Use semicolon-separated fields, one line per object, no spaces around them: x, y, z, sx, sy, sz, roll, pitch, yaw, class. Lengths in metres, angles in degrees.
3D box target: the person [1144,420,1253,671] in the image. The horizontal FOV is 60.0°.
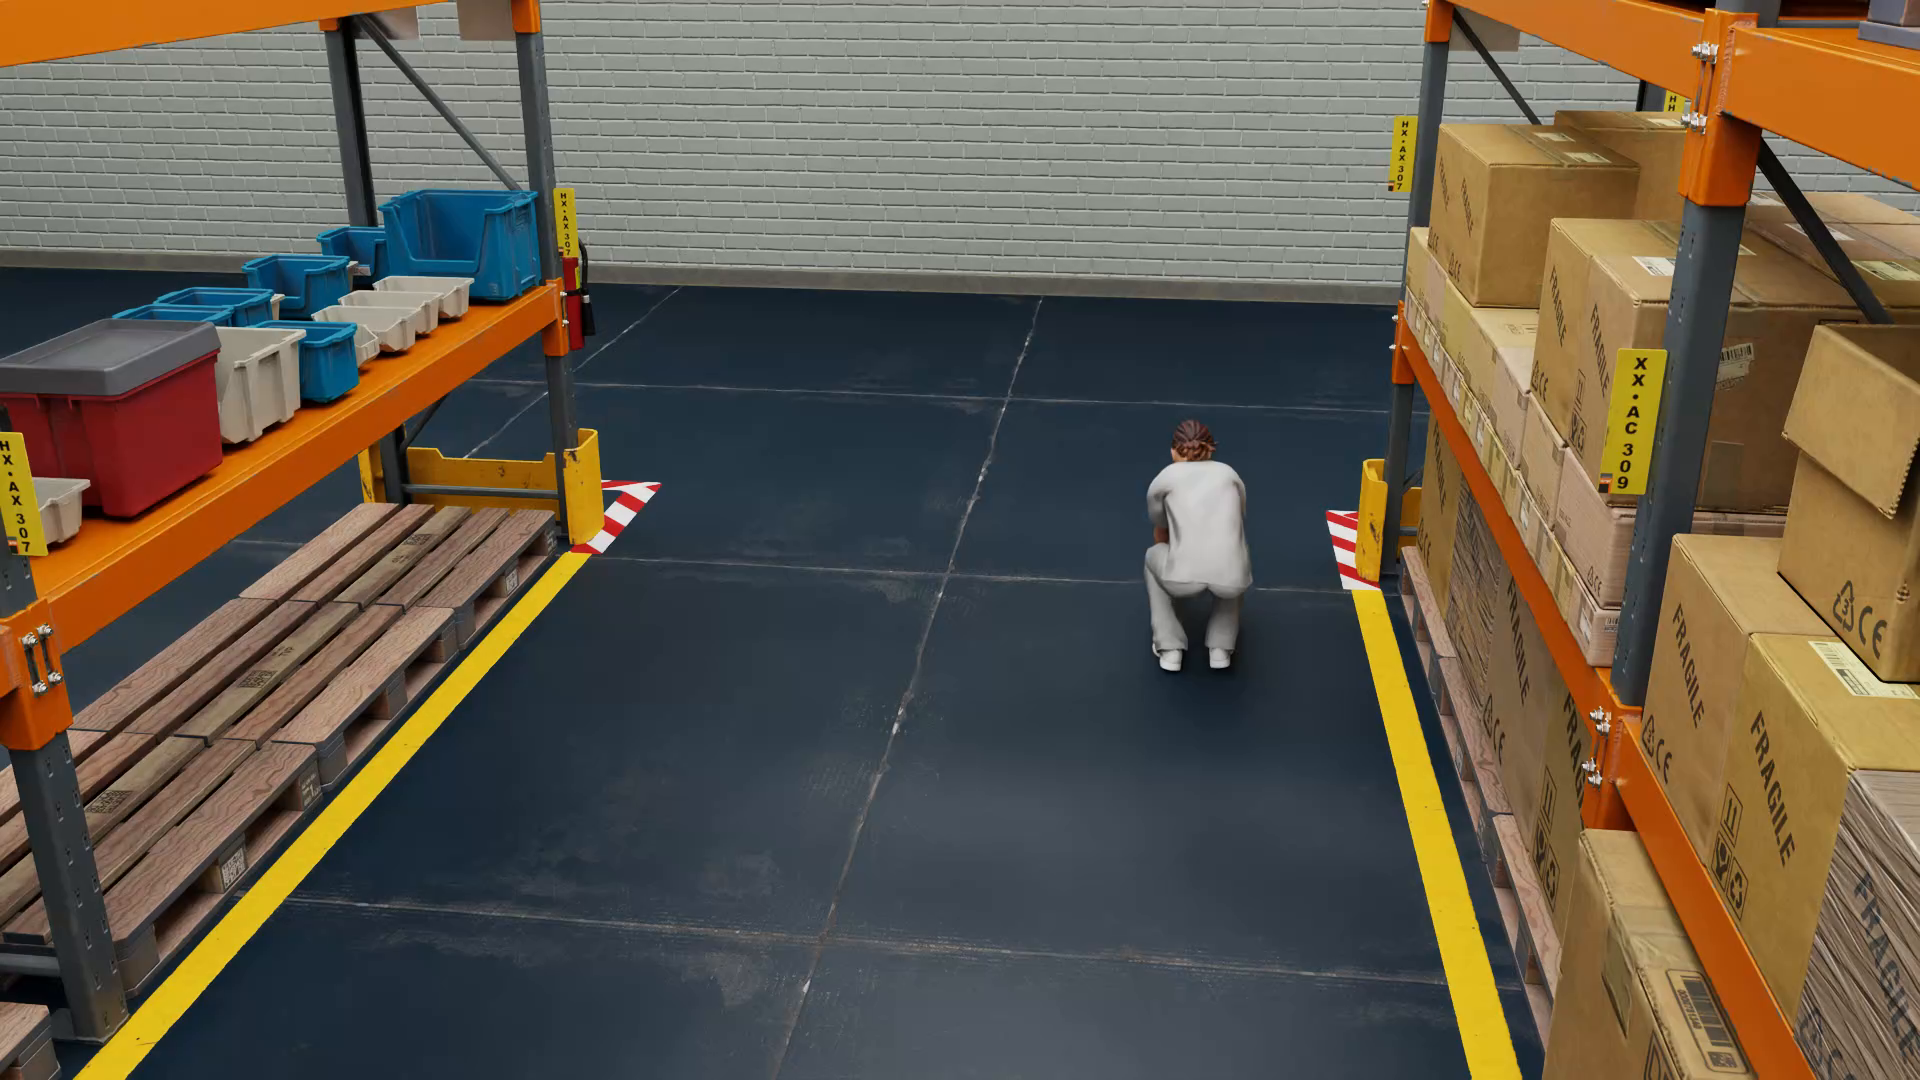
1.012;0.023;7.041;0.454;0.948;0.820;2;21;5;person
